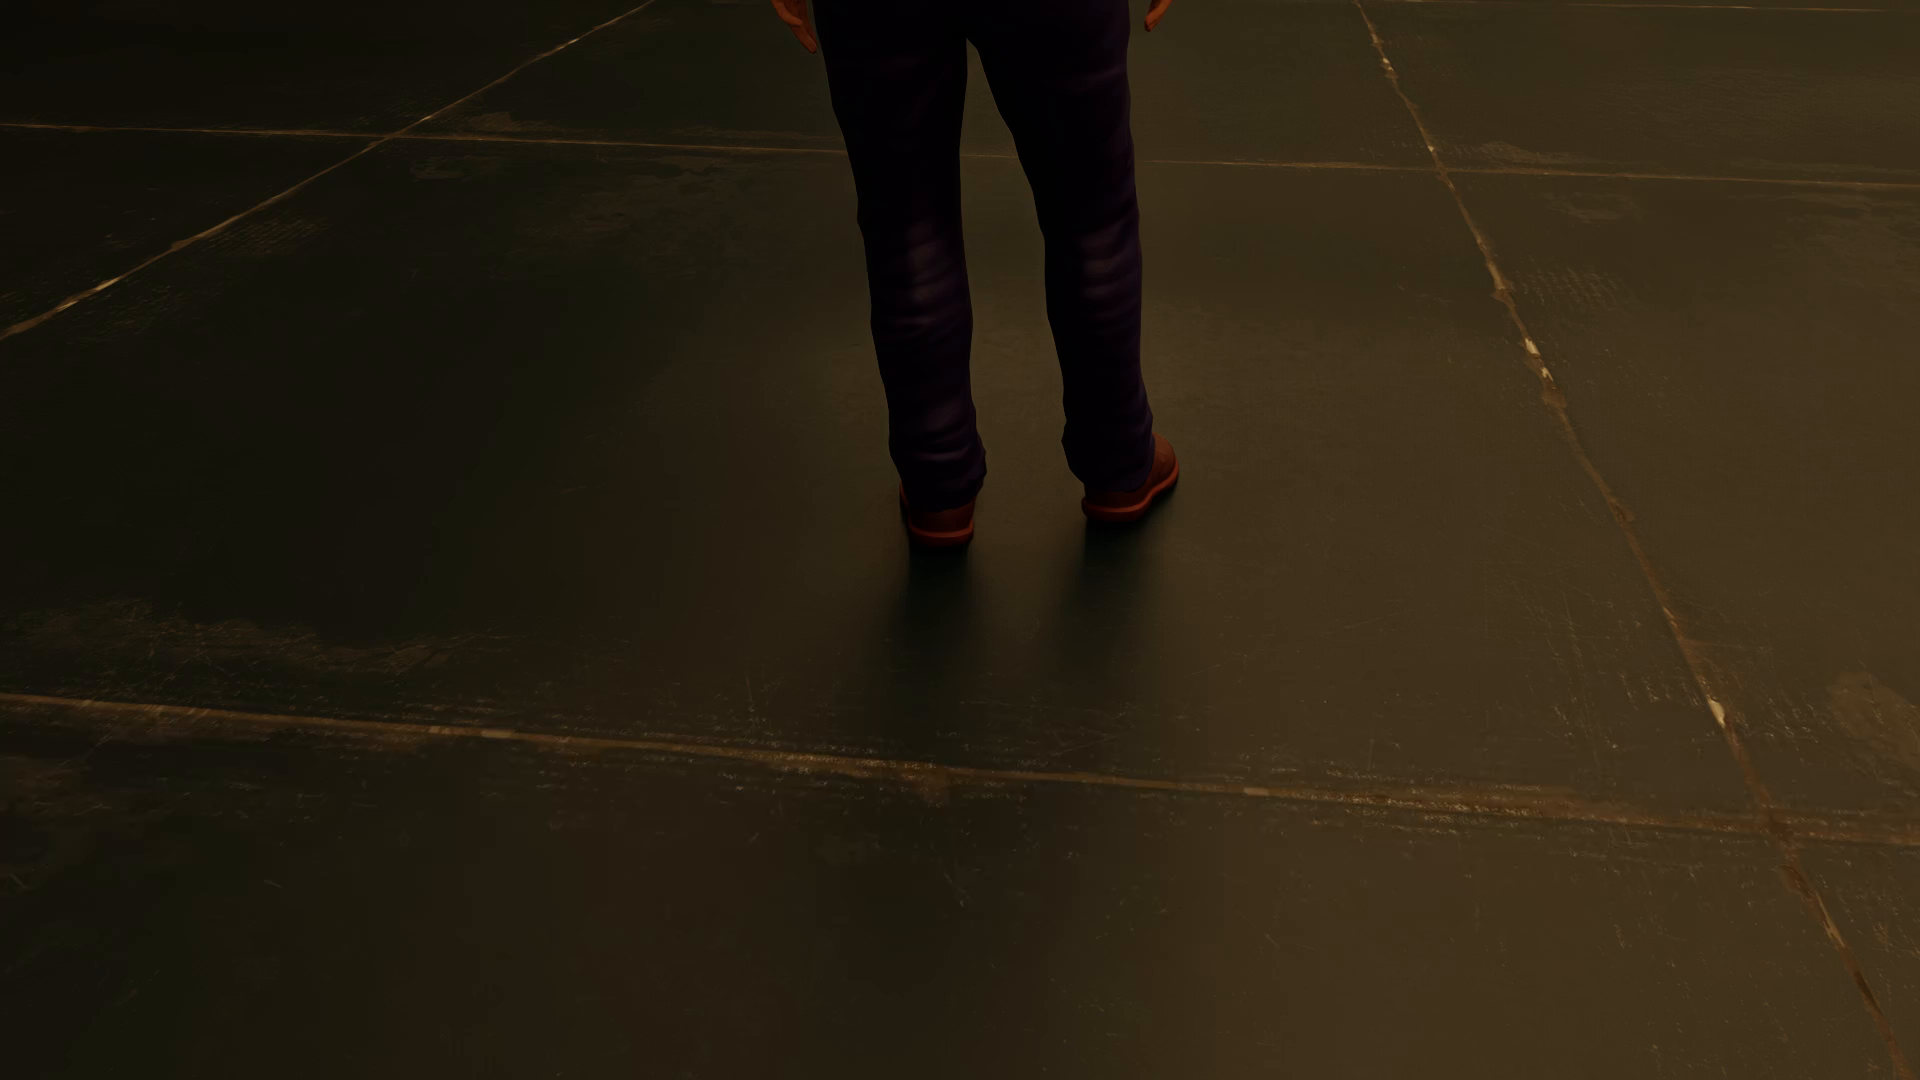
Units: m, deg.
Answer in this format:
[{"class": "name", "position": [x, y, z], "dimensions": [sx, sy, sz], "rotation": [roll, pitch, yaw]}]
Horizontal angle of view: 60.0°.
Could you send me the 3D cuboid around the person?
[{"class": "person", "position": [0.035, -0.783, 2.205], "dimensions": [0.598, 1.651, 0.503], "rotation": [3, 27, 7]}]
